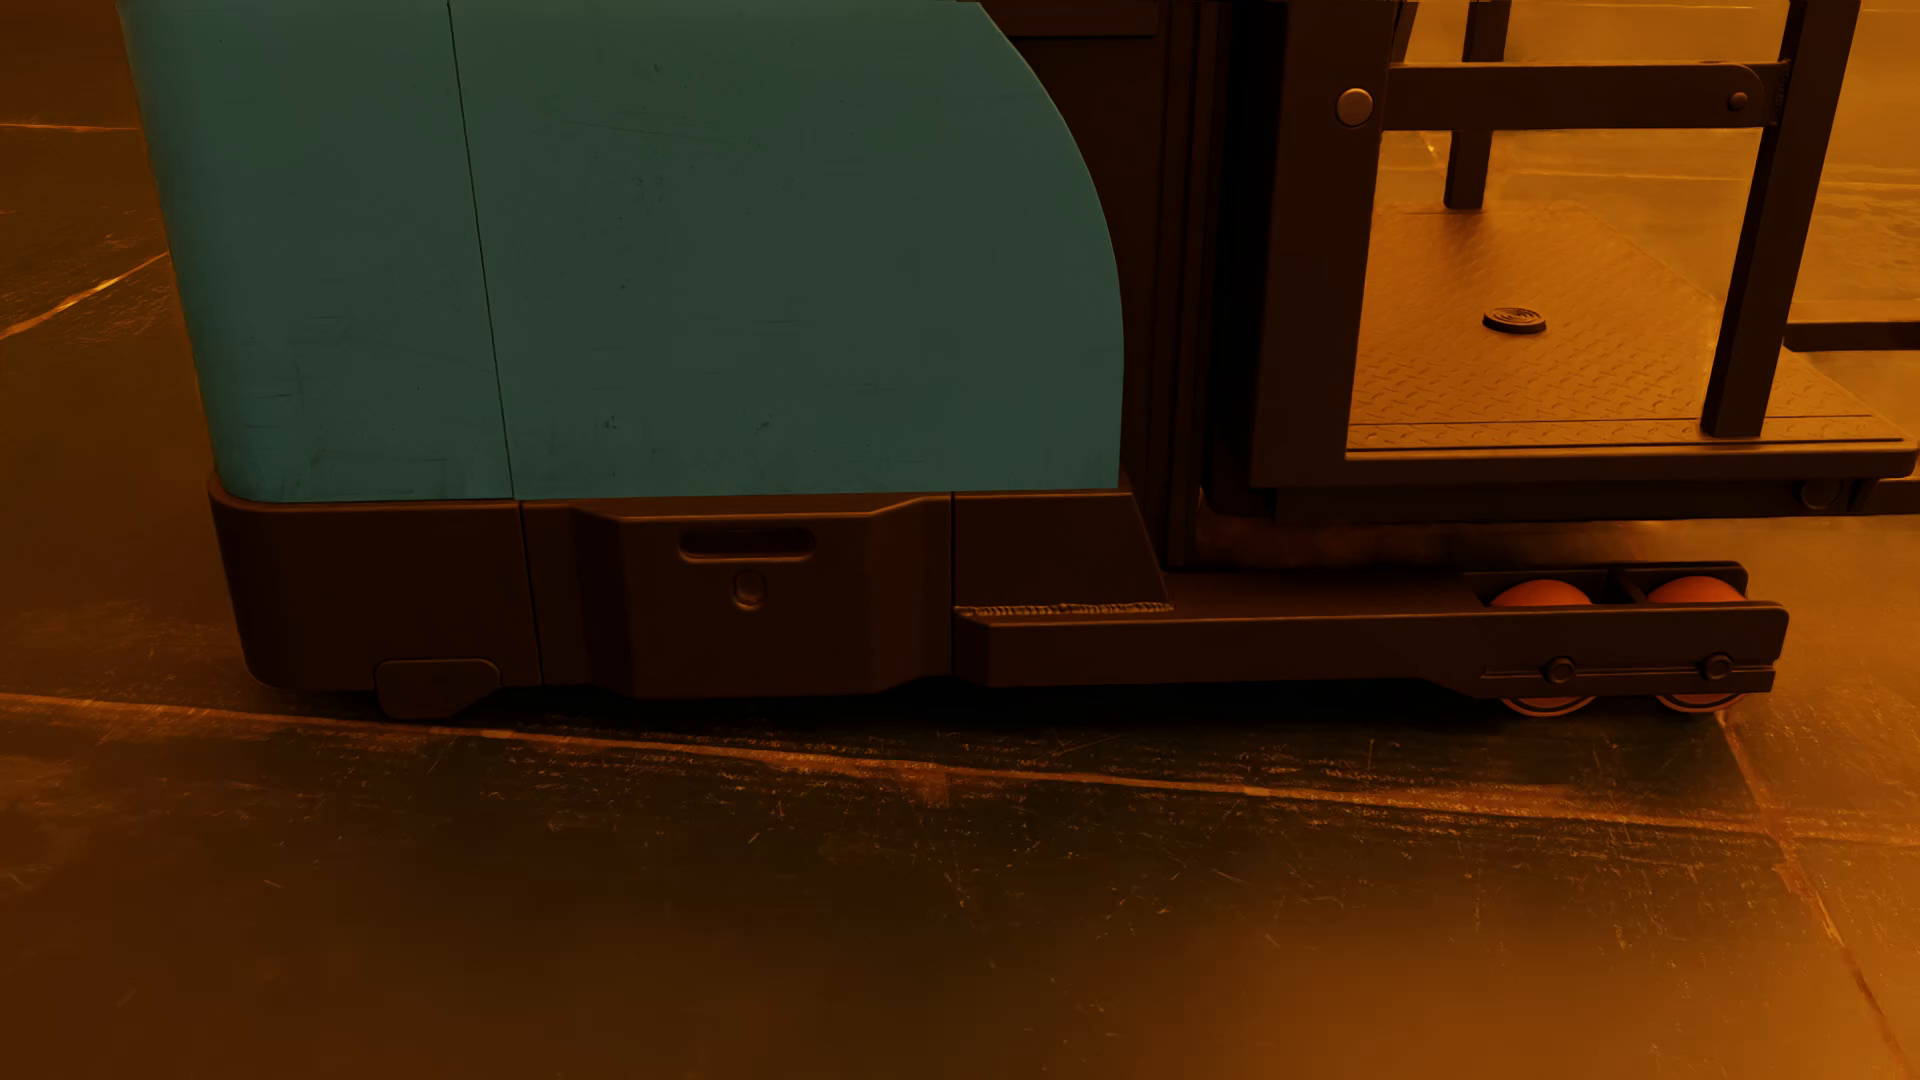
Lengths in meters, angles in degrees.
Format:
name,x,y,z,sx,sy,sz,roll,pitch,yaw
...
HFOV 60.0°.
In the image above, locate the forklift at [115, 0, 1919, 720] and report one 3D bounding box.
name,x,y,z,sx,sy,sz,roll,pitch,yaw
forklift,0.612,-1.329,1.881,3.031,2.935,1.130,-1,27,-2
